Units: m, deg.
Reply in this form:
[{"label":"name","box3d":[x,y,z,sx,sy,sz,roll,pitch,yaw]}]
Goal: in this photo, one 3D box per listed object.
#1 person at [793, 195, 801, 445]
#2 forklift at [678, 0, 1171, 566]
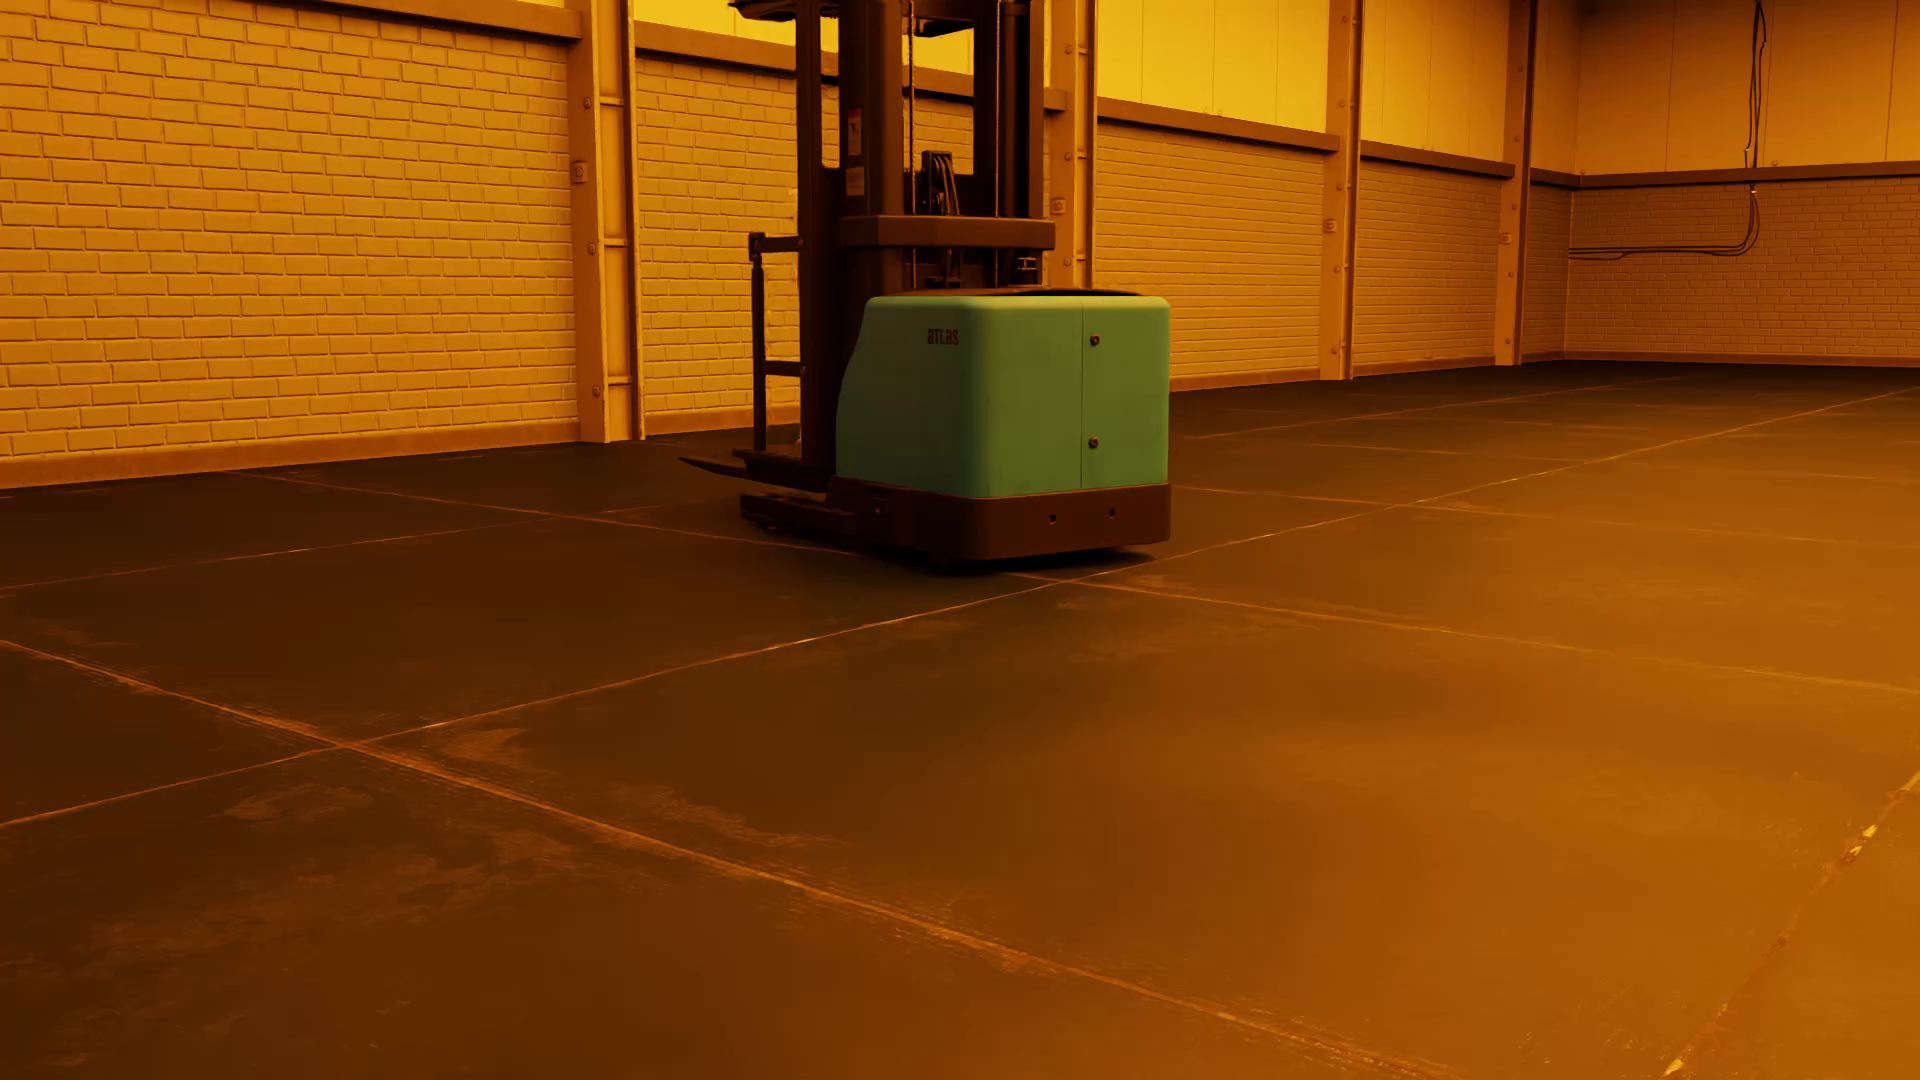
[{"label":"person","box3d":[-0.381,-1.059,8.640,0.822,1.565,0.958,-7,11,-40]},{"label":"forklift","box3d":[-0.373,-1.518,7.656,1.130,2.935,3.031,-6,10,-34]}]
